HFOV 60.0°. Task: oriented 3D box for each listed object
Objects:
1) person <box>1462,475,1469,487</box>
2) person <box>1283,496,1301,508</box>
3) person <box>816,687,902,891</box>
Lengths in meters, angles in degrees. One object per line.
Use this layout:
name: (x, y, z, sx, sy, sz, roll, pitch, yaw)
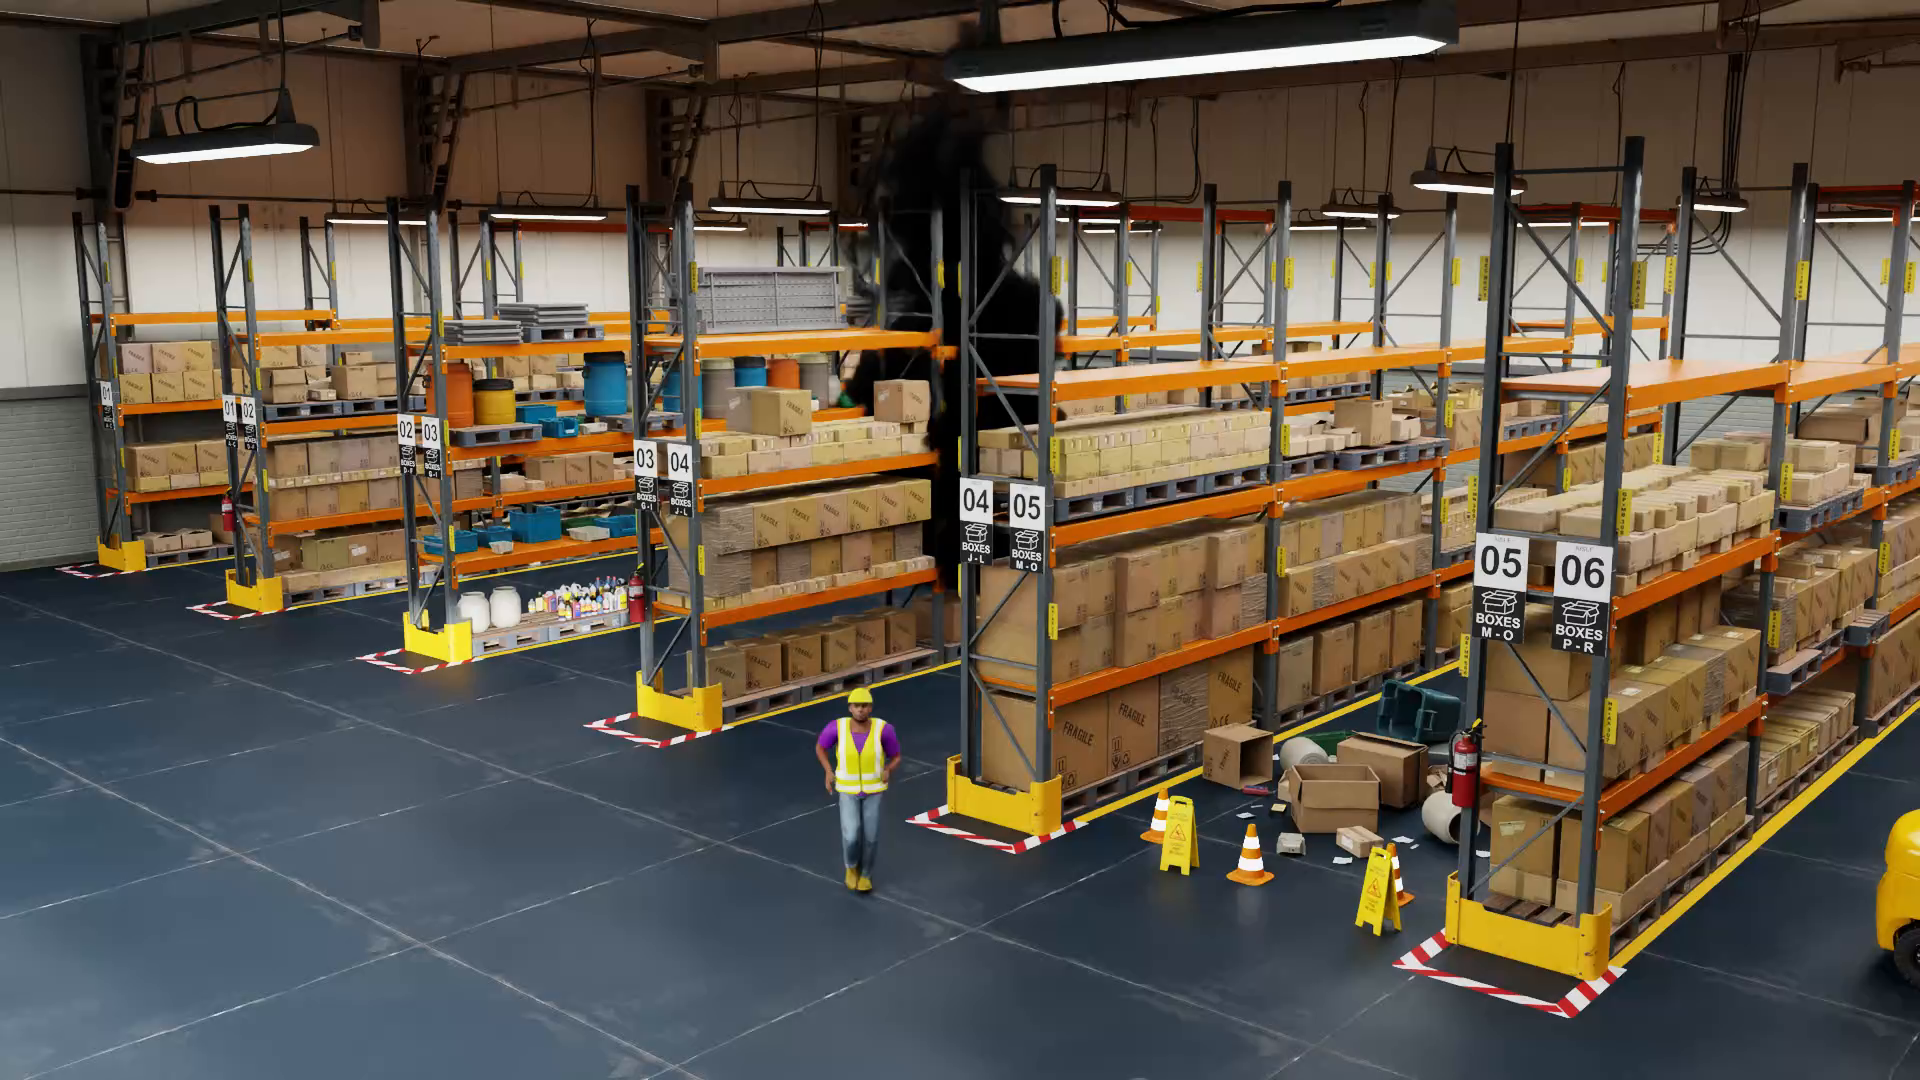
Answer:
person: (8.247, -0.175, 27.140, 0.763, 1.785, 0.630, -9, 13, -43)
person: (5.154, 0.038, 25.801, 0.713, 1.730, 0.753, 9, 13, 43)
person: (-0.824, 2.067, 13.638, 0.704, 1.732, 0.596, -1, 10, -6)
